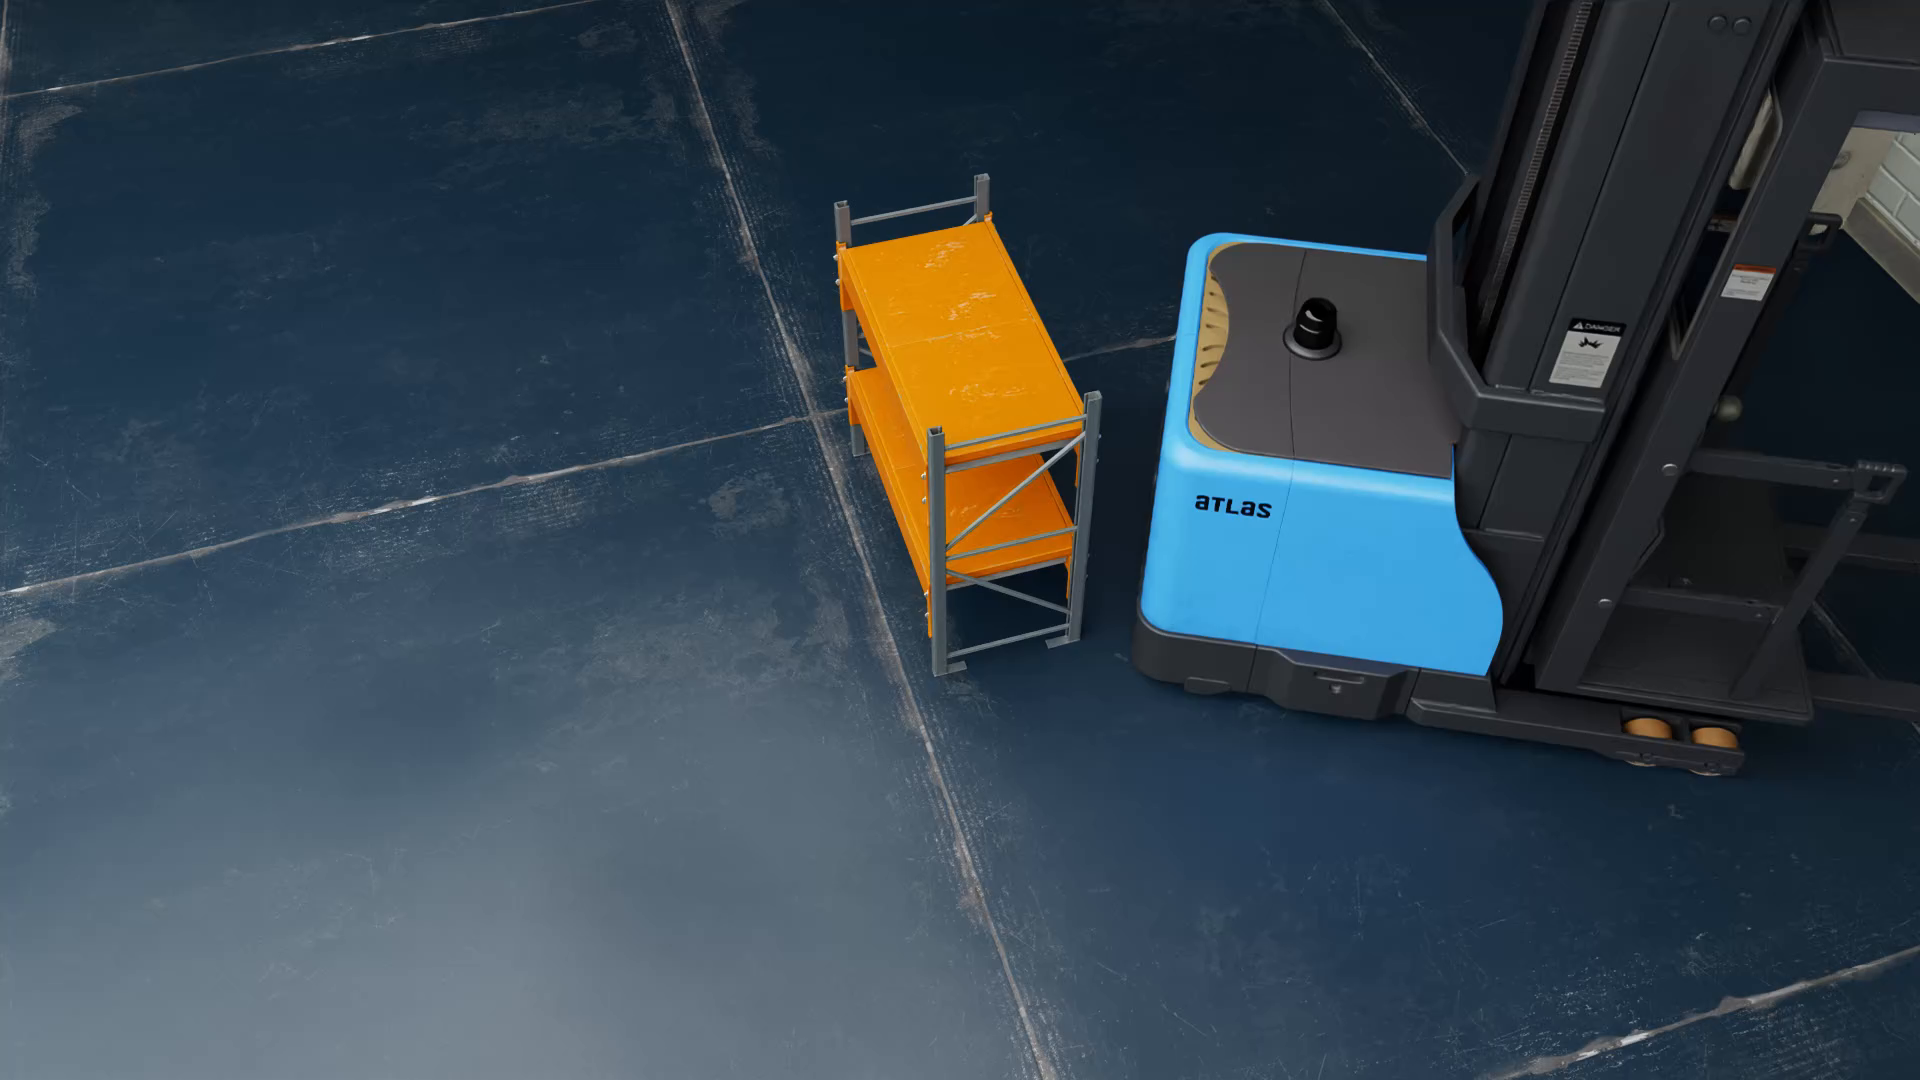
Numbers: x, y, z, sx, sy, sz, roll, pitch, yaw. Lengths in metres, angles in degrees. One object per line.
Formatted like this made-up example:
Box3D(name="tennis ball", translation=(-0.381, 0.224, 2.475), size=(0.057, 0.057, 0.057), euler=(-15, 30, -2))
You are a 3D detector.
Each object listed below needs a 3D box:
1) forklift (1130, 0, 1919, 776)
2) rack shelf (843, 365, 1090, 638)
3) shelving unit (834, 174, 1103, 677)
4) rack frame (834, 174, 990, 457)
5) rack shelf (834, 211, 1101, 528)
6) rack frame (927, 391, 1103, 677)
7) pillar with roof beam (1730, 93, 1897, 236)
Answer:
Box3D(name="forklift", translation=(2.115, -0.660, 4.389), size=(3.031, 2.935, 1.130), euler=(8, 50, 6))
Box3D(name="rack shelf", translation=(0.002, -0.200, 5.503), size=(0.538, 0.278, 1.000), euler=(-13, 51, -11))
Box3D(name="shelving unit", translation=(0.002, -0.358, 5.316), size=(0.538, 1.125, 1.048), euler=(-13, 51, -11))
Box3D(name="rack frame", translation=(-0.148, -0.729, 5.629), size=(0.500, 1.125, 0.032), euler=(-13, 51, -11))
Box3D(name="rack shelf", translation=(0.002, -0.546, 5.092), size=(0.538, 0.278, 1.000), euler=(-13, 51, -11))
Box3D(name="rack frame", translation=(0.152, 0.014, 5.003), size=(0.500, 1.125, 0.032), euler=(-13, 51, -11))
Box3D(name="pillar with roof beam", translation=(-0.659, -3.327, 2.669), size=(9.100, 9.000, 0.400), euler=(-13, 51, -11))
